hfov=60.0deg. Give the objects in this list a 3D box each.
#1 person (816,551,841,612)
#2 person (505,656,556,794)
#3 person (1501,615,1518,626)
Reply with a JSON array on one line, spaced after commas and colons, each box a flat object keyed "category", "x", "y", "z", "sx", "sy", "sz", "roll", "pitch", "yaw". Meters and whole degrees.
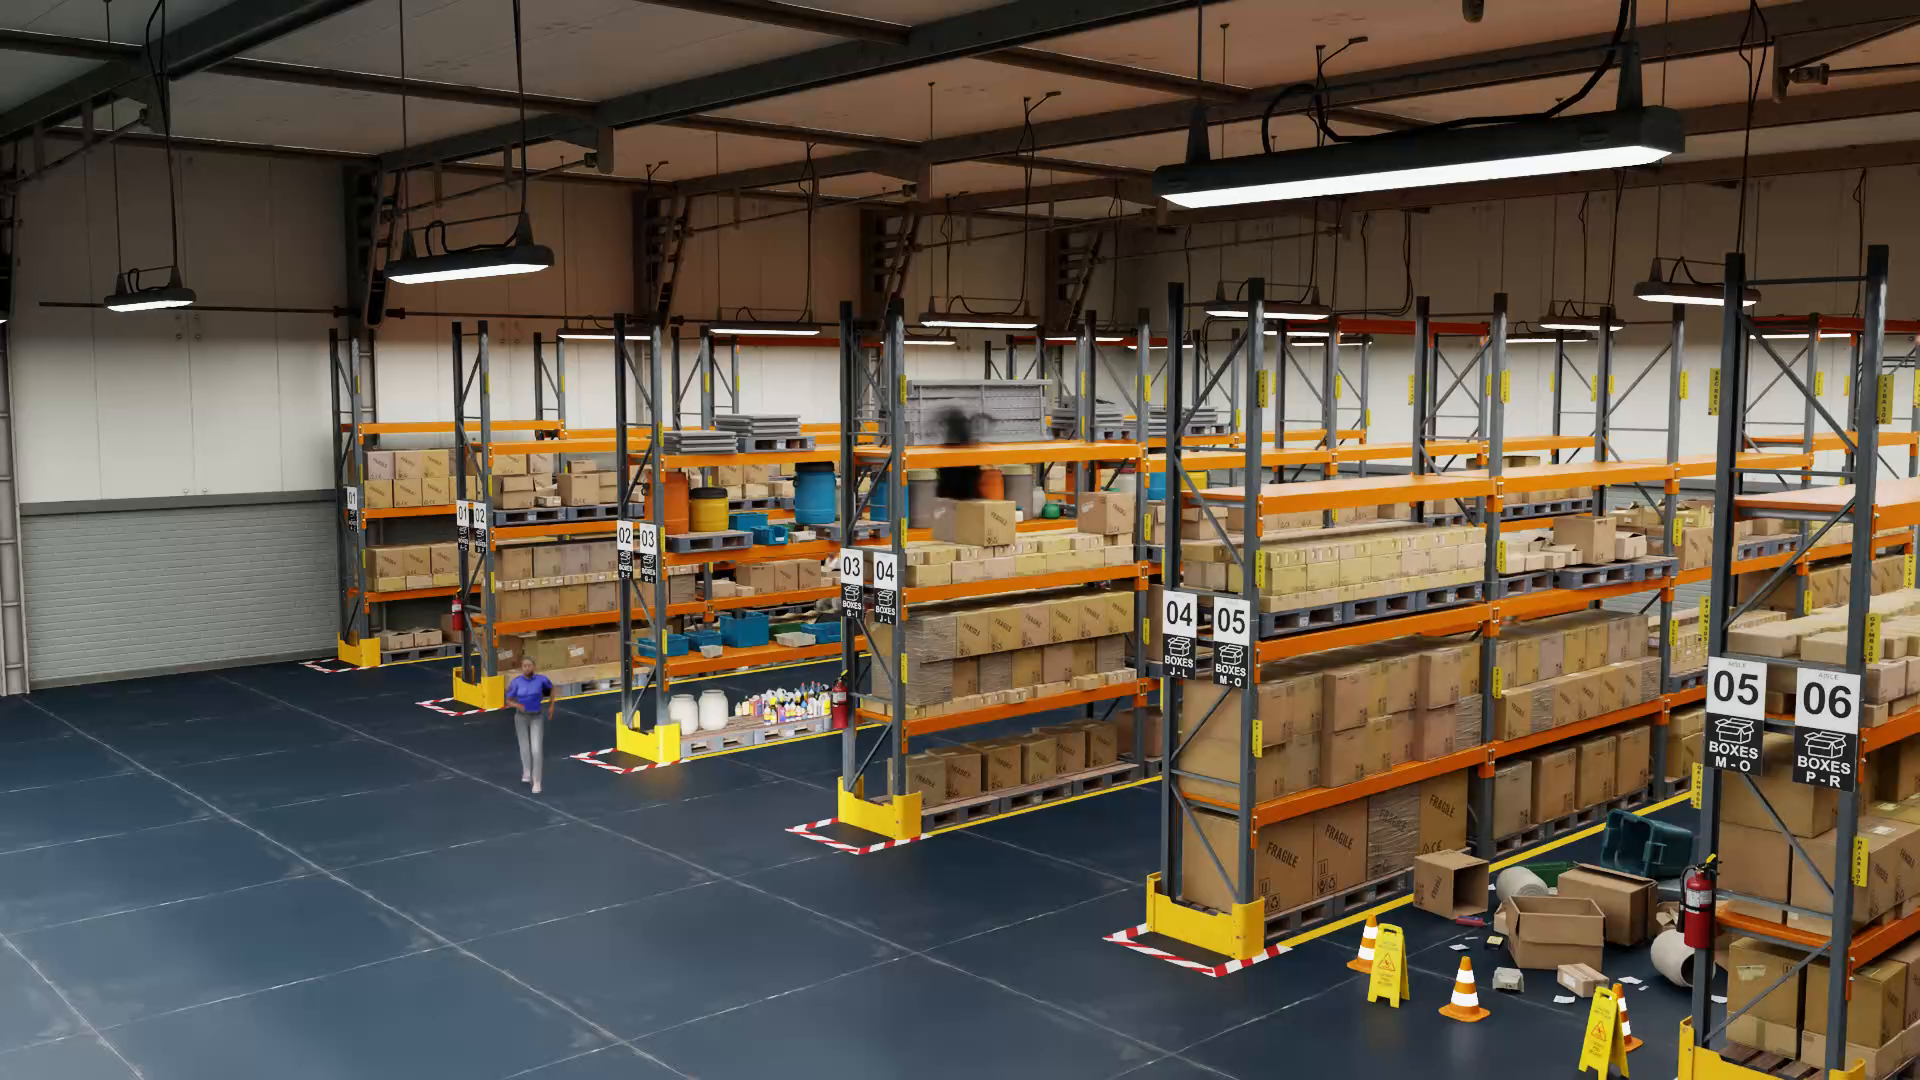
[{"category": "person", "x": -2.615, "y": 0.949, "z": 33.520, "sx": 0.648, "sy": 1.747, "sz": 0.686, "roll": 5, "pitch": 8, "yaw": 42}, {"category": "person", "x": -5.370, "y": 2.309, "z": 20.811, "sx": 0.591, "sy": 1.740, "sz": 0.778, "roll": -1, "pitch": 6, "yaw": -9}, {"category": "person", "x": 8.064, "y": 1.903, "z": 24.652, "sx": 0.588, "sy": 1.727, "sz": 0.690, "roll": 5, "pitch": 7, "yaw": 40}]
